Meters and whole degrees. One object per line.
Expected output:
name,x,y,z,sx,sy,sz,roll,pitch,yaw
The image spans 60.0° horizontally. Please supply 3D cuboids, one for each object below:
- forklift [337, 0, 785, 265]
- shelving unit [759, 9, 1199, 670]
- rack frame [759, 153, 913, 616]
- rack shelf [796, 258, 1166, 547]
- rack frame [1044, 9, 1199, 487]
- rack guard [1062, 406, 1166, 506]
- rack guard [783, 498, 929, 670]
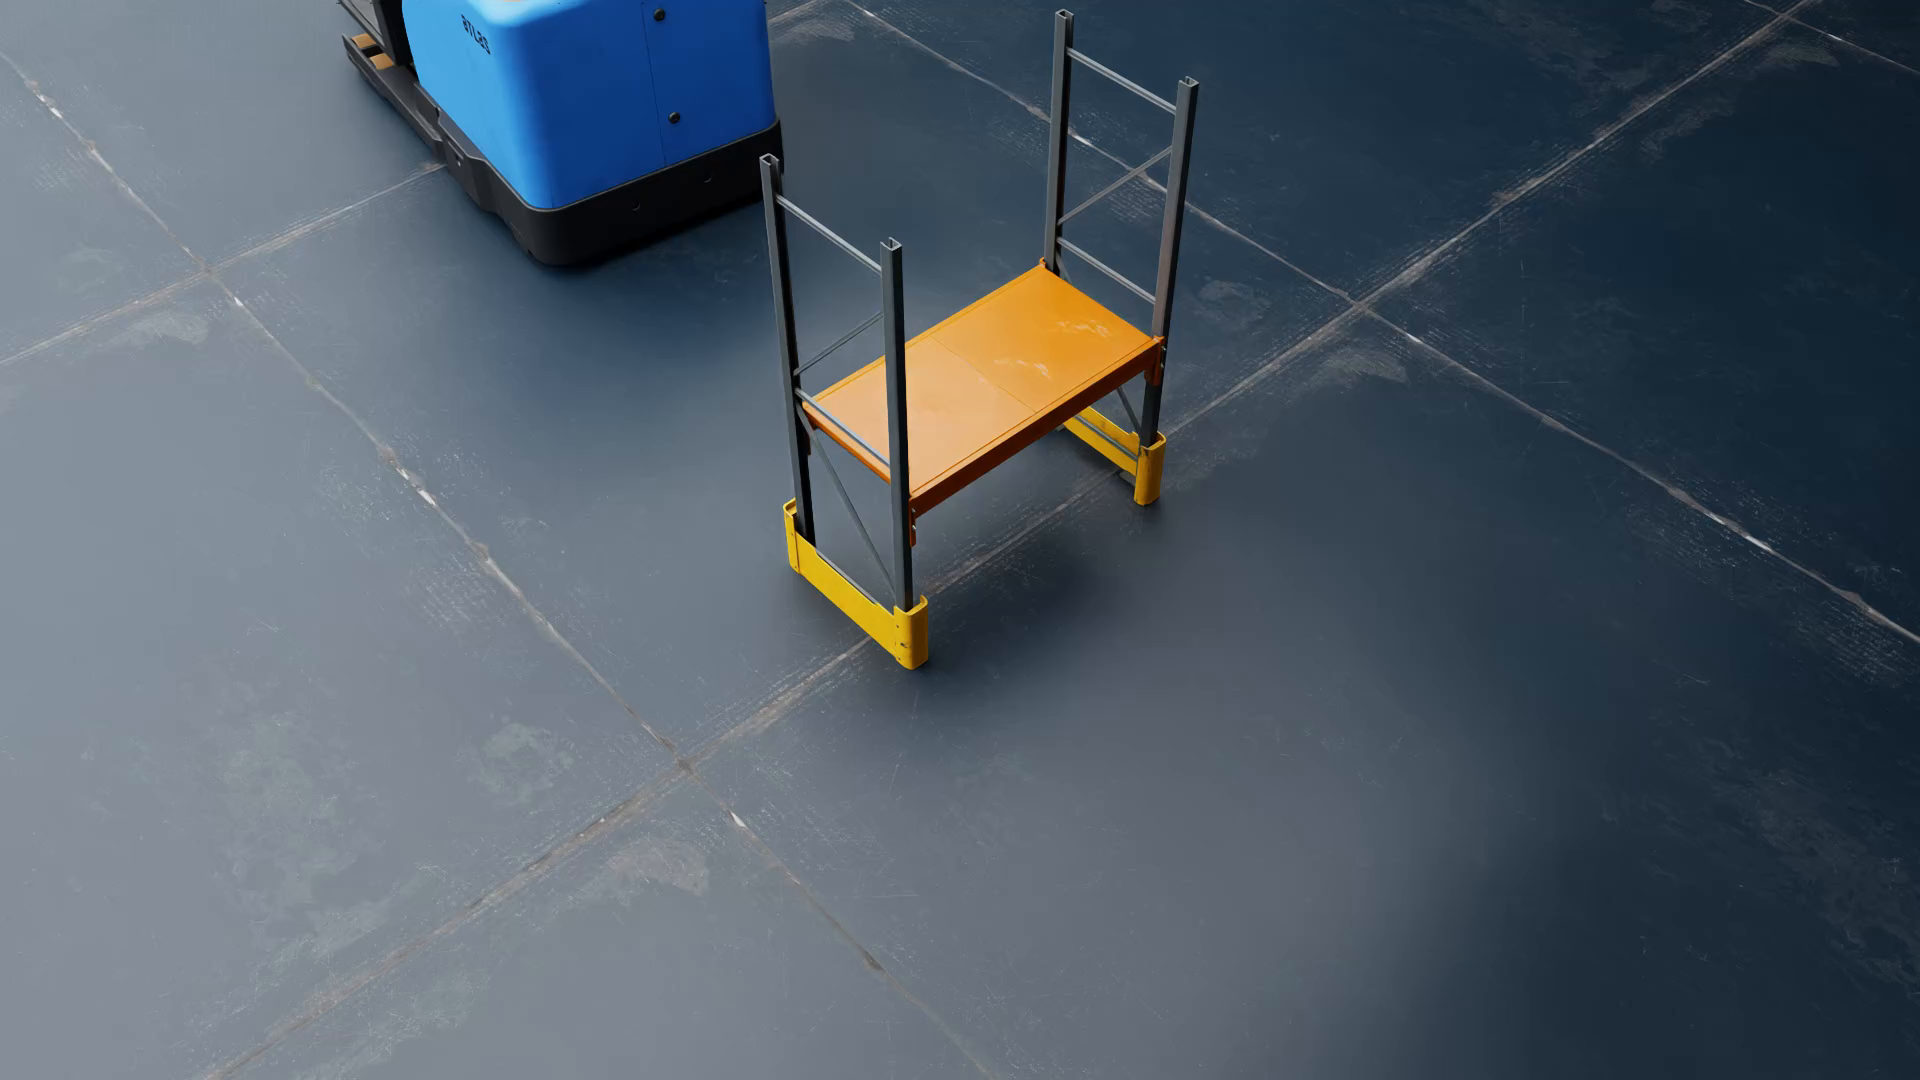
forklift,-1.947,-3.047,6.067,1.130,2.935,3.031,-28,53,-23
shelving unit,0.056,-0.546,4.734,1.083,1.500,0.587,-34,56,-27
rack frame,-0.313,-0.299,4.506,0.032,1.500,0.500,-34,56,-27
rack shelf,0.063,-0.429,4.870,1.000,0.185,0.538,-34,56,-27
rack frame,0.439,-0.802,4.970,0.032,1.500,0.500,-34,56,-27
rack guard,0.425,-0.369,5.420,0.087,0.250,0.587,-34,56,-27
rack guard,-0.312,0.124,4.966,0.087,0.250,0.587,-34,56,-27
